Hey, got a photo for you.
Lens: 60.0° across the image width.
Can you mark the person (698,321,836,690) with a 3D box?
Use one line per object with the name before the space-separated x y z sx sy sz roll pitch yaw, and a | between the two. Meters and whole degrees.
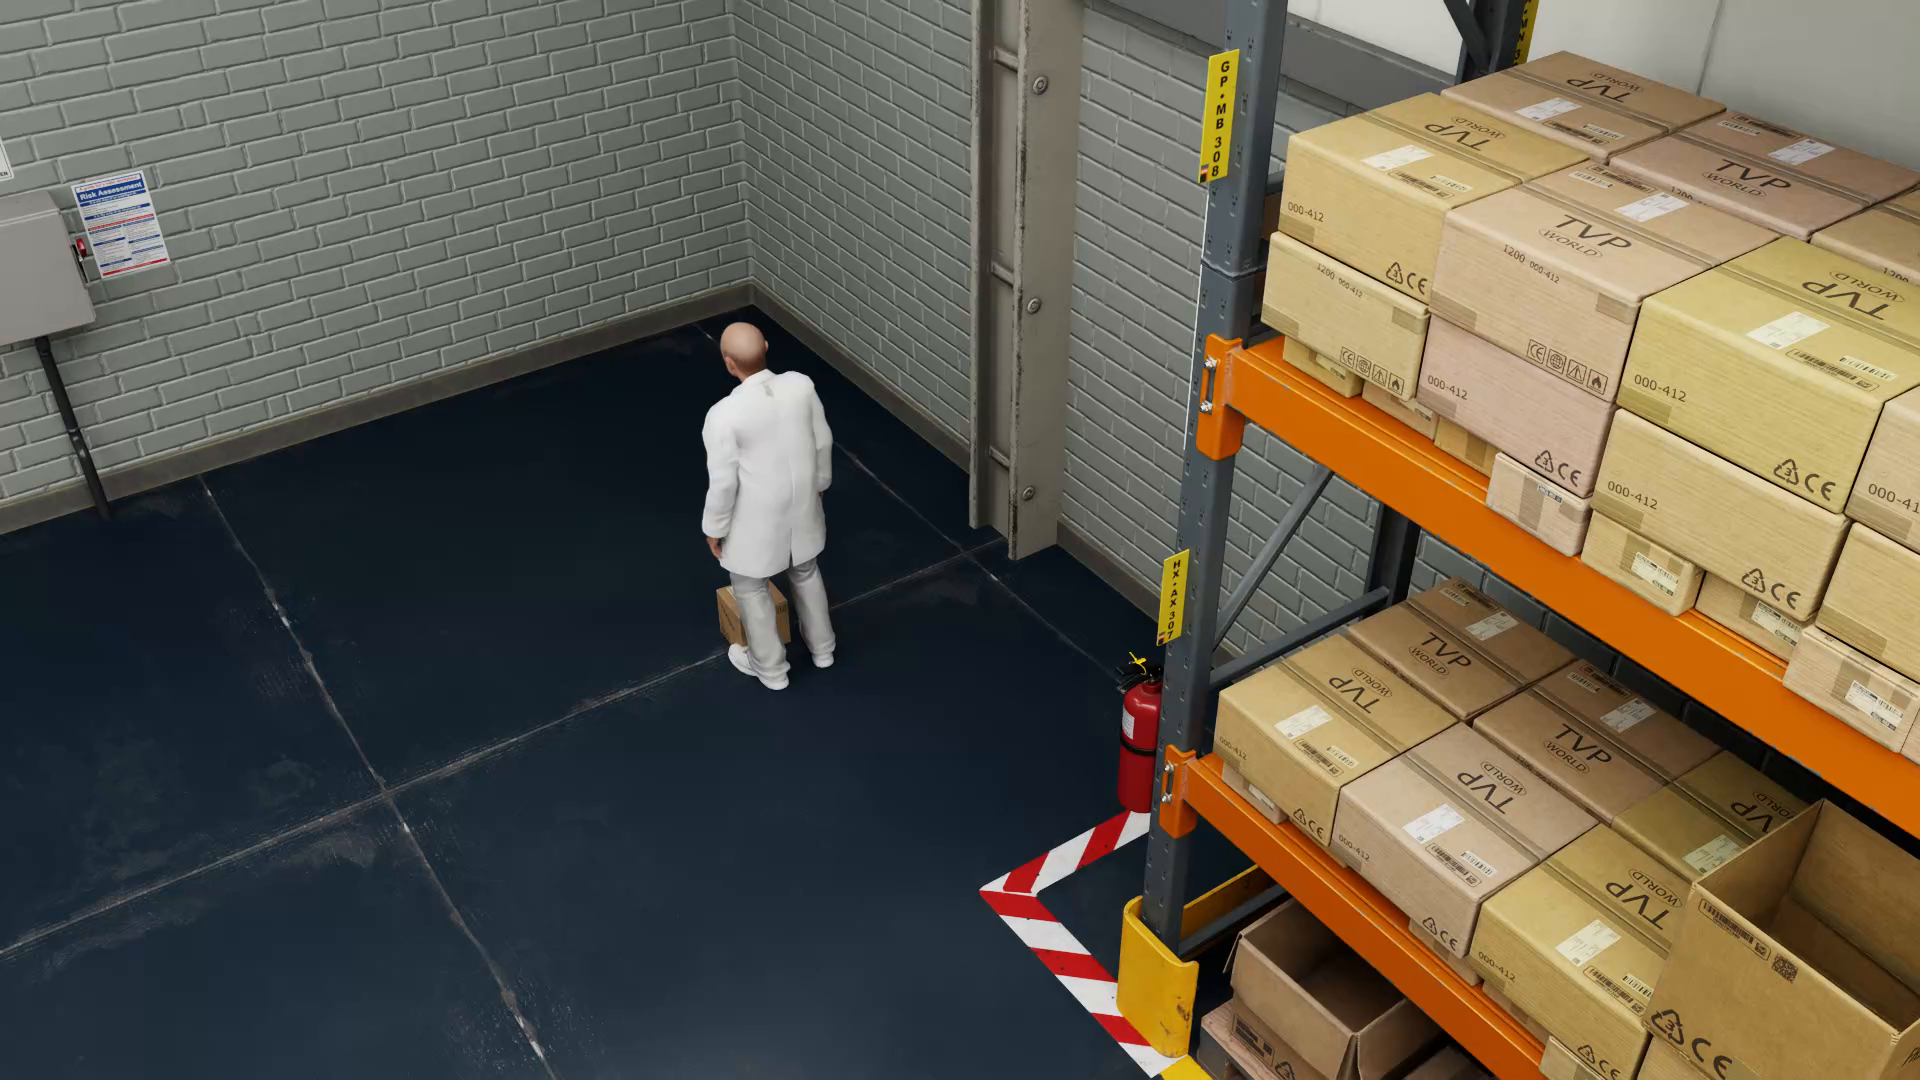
person | -0.832 -0.139 7.209 0.656 1.774 0.417 -24 42 -29
